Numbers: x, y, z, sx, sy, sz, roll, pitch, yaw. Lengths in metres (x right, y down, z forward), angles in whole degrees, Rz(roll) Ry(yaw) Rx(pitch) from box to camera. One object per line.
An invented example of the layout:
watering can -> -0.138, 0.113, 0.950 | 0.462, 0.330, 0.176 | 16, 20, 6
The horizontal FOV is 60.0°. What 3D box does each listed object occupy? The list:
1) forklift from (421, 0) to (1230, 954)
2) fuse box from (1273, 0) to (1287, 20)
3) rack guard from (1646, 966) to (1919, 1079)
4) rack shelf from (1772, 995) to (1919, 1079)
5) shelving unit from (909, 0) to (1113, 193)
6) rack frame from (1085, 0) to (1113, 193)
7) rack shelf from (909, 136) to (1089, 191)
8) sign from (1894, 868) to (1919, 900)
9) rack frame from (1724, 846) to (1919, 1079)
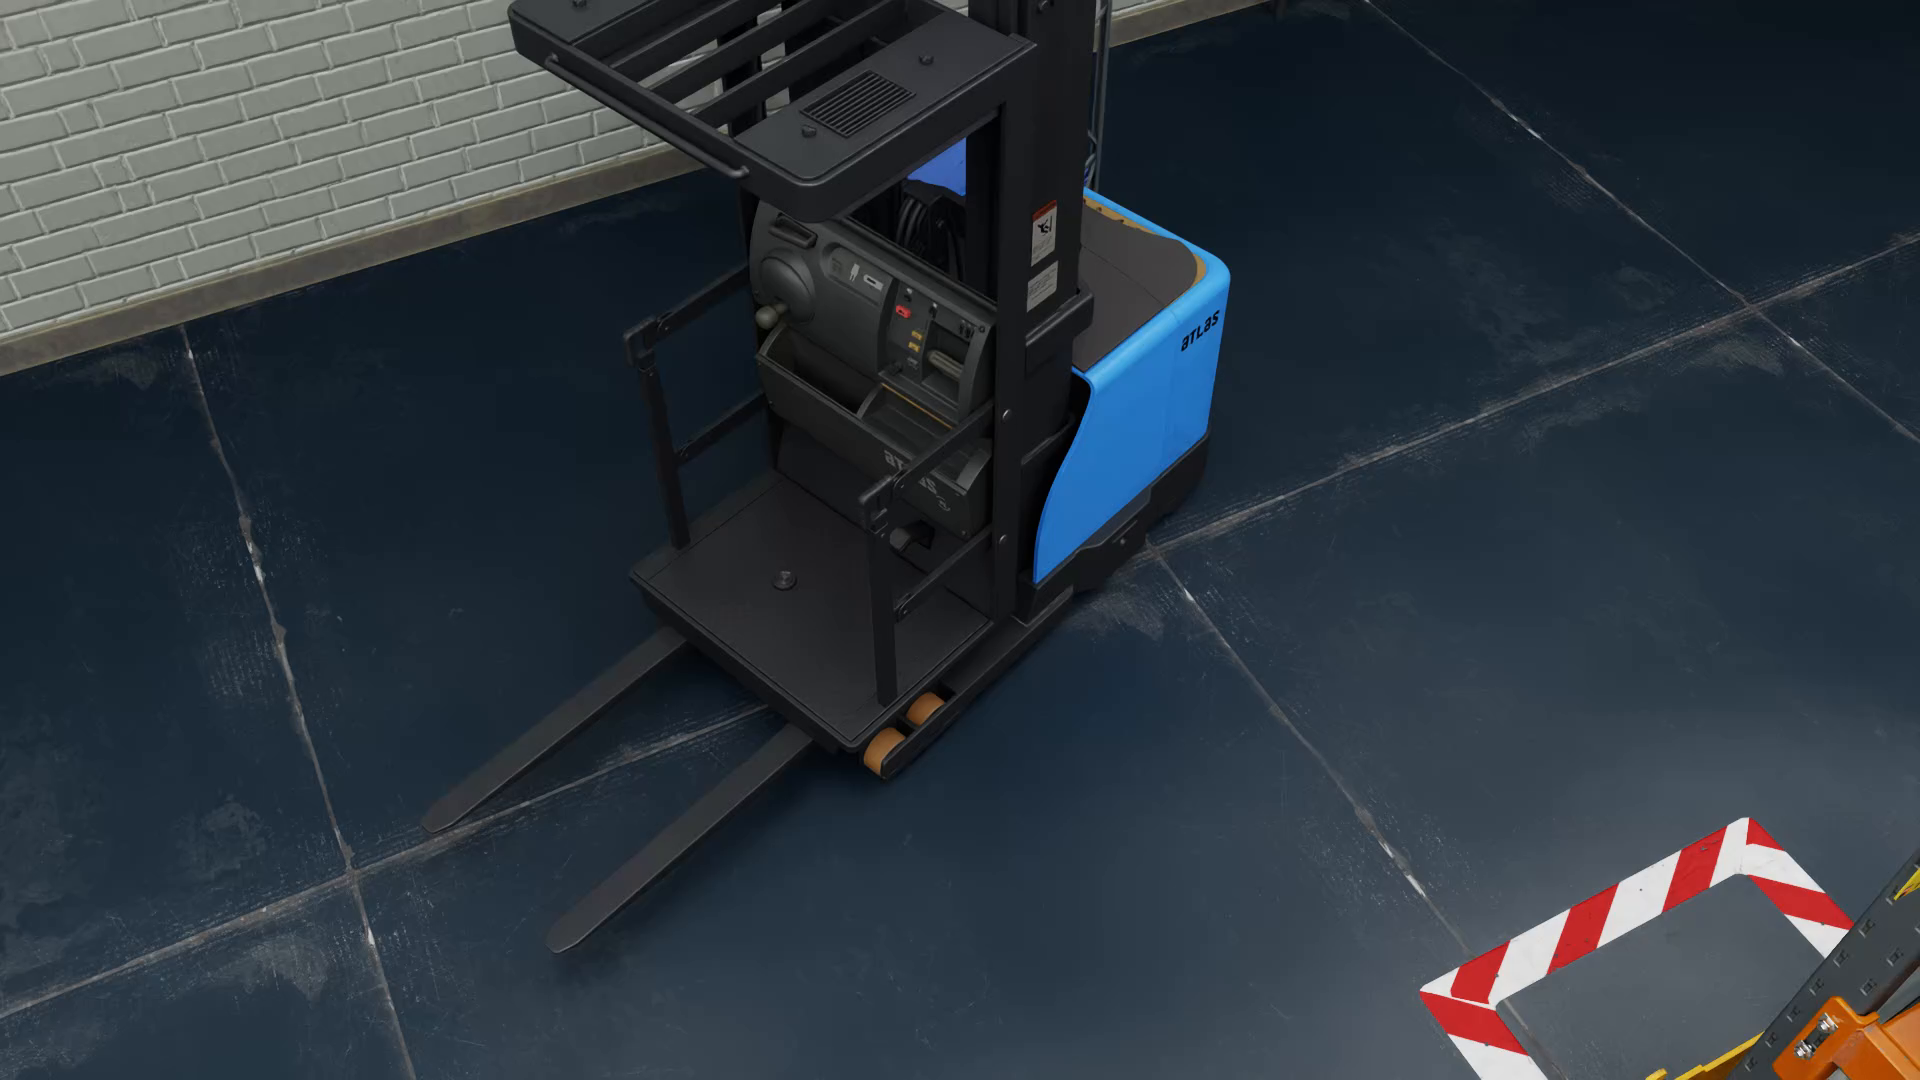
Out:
forklift -> -0.422, -0.613, 4.839 | 1.130, 2.935, 3.031 | 34, 57, 26
fuse box -> 1.690, -3.268, 7.971 | 0.539, 1.711, 0.414 | -21, 52, -18
rack guard -> 2.346, 1.507, 4.600 | 1.175, 0.500, 0.348 | -21, 52, -18
rack shelf -> 3.272, 2.275, 2.745 | 1.077, 0.370, 4.000 | -21, 52, -18
shelving unit -> -0.019, -1.551, 6.610 | 1.048, 1.500, 0.538 | 21, 52, 17
rack frame -> 0.437, -1.381, 6.461 | 0.032, 1.500, 0.500 | 21, 52, 17
rack shelf -> -0.019, -1.433, 6.746 | 1.000, 0.185, 0.538 | 21, 52, 17
sign -> 1.860, 0.576, 3.126 | 0.100, 0.325, 0.005 | -21, 52, -18
rack frame -> 2.356, 0.700, 3.645 | 1.000, 3.000, 0.127 | -21, 52, -18
